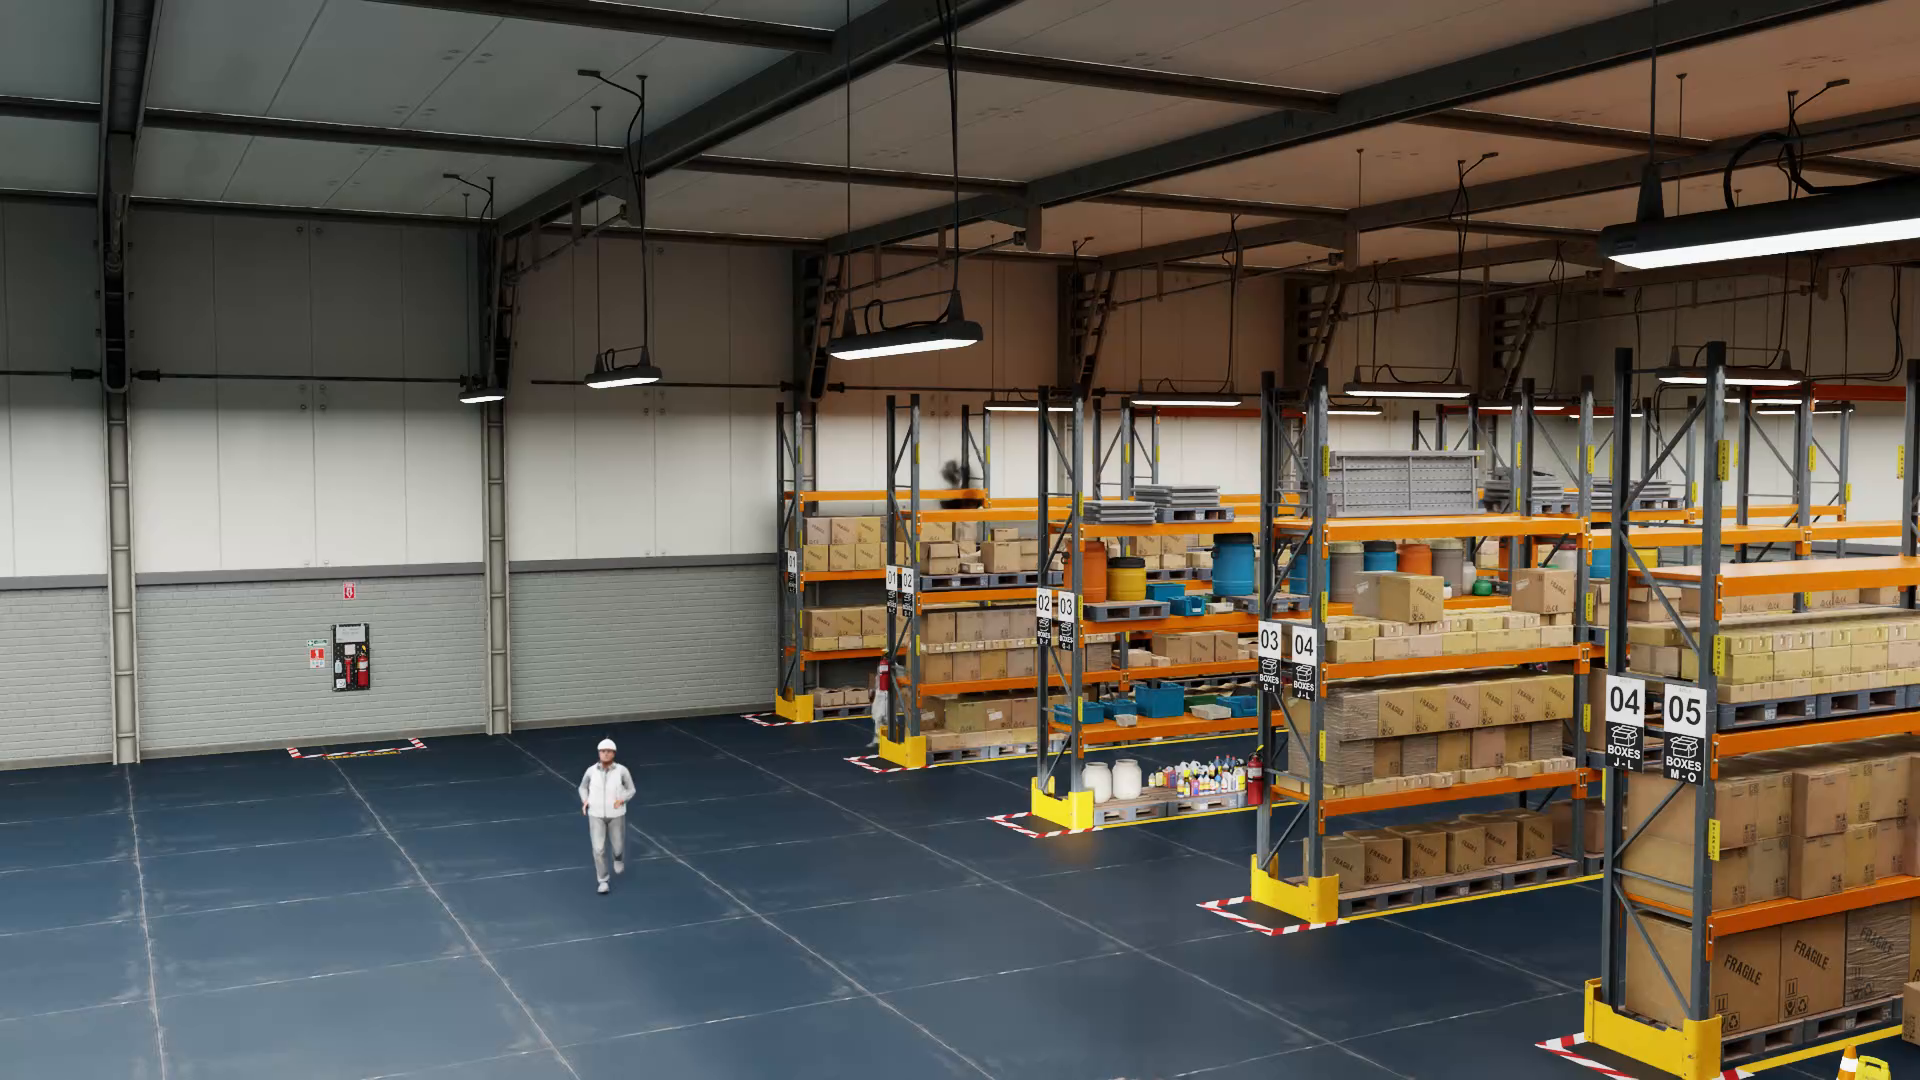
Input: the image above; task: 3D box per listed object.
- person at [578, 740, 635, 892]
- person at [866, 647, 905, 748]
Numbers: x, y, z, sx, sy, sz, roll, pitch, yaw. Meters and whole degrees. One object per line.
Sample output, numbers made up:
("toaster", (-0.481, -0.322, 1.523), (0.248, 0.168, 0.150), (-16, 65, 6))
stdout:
("person", (-4.134, 3.198, 19.454), (0.666, 1.732, 0.753), (0, 3, -6))
("person", (-1.217, 2.694, 28.563), (0.676, 1.761, 0.727), (3, 4, 43))
